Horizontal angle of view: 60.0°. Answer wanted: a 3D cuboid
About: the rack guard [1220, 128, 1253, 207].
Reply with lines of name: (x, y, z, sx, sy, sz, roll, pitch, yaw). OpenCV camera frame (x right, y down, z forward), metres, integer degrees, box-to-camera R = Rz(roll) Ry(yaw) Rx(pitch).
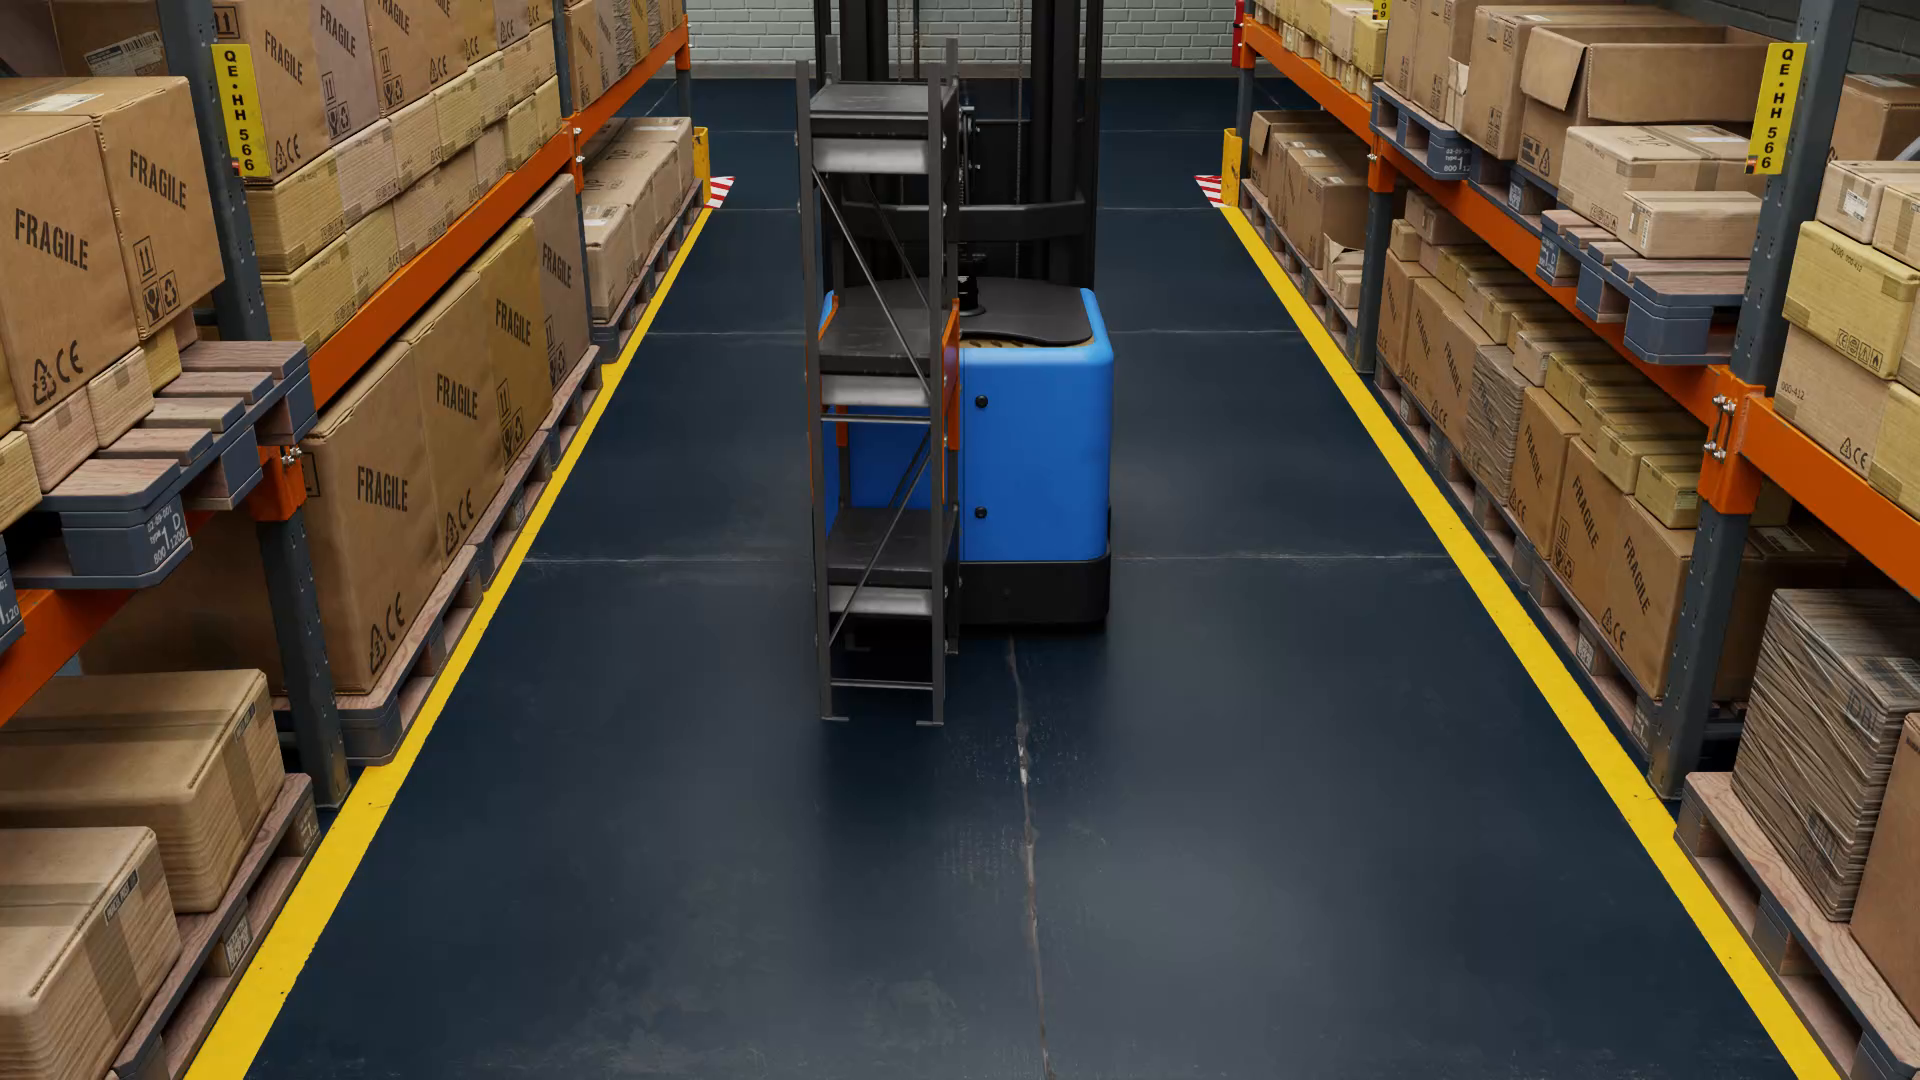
rack guard: (2.523, -2.730, 12.180, 1.175, 0.500, 0.348, 0, 24, -1)

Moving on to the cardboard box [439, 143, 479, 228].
cardboard box: (-2.139, -1.346, 6.268, 0.500, 0.250, 0.500, 0, 24, -1)

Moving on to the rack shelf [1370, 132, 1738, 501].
rack shelf: (2.588, -1.101, 6.416, 1.077, 0.370, 4.000, 0, 24, -1)

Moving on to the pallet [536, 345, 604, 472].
pallet: (-2.313, -0.640, 7.910, 1.003, 0.211, 1.213, 0, 24, -1)

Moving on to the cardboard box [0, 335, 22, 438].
cardboard box: (-2.047, -0.346, 2.883, 0.500, 0.500, 0.500, -2, 24, -4)

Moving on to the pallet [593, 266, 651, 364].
pallet: (-2.327, -1.272, 9.306, 1.003, 0.211, 1.213, 0, 24, -1)

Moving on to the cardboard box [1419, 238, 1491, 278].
cardboard box: (2.384, -1.338, 7.804, 0.380, 0.149, 0.250, -1, 24, -2)

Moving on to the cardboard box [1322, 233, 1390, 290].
cardboard box: (2.262, -1.573, 9.397, 0.396, 0.266, 0.258, 1, 24, 1)

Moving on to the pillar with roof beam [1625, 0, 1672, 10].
pillar with roof beam: (-0.845, -5.257, 7.454, 9.100, 9.000, 0.400, 0, 24, -1)

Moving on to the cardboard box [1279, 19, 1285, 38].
cardboard box: (2.280, -3.332, 10.783, 0.380, 0.149, 0.250, 0, 24, 1)

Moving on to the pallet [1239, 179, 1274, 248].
pallet: (2.533, -2.270, 11.514, 1.003, 0.211, 1.213, 0, 24, -1)

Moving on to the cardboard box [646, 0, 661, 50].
cardboard box: (-2.165, -3.306, 10.298, 0.500, 0.500, 0.500, 0, 24, 1)

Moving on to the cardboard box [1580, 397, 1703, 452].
cardboard box: (2.358, -0.376, 5.677, 0.380, 0.149, 0.250, -1, 24, -2)

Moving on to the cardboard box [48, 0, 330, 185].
cardboard box: (-2.114, -1.286, 4.618, 0.500, 0.500, 0.500, -1, 24, -2)

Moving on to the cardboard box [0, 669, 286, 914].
cardboard box: (-2.357, 0.659, 4.333, 0.950, 0.372, 0.625, -2, 24, -4)

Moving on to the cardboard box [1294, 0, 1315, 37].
cardboard box: (2.299, -3.152, 9.901, 0.500, 0.250, 0.500, -1, 24, -2)

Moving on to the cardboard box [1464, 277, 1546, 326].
cardboard box: (2.381, -1.016, 7.093, 0.380, 0.149, 0.250, 0, 24, -1)

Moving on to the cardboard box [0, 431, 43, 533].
cardboard box: (-1.980, -0.092, 3.109, 0.380, 0.149, 0.250, 0, 24, 0)

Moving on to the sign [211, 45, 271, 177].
sign: (-1.811, -1.078, 4.185, 0.100, 0.325, 0.005, 0, 24, -1)

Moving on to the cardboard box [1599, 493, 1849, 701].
cardboard box: (2.390, 0.170, 5.258, 0.500, 0.500, 0.500, 0, 24, 1)

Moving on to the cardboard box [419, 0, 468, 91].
cardboard box: (-2.122, -1.911, 6.001, 0.500, 0.500, 0.500, 0, 24, 0)

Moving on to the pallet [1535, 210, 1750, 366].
pallet: (2.532, -0.796, 5.102, 1.213, 0.211, 1.003, 0, 24, -1)

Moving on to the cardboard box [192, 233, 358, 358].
cardboard box: (-2.107, -0.715, 4.872, 0.500, 0.250, 0.500, -1, 24, -1)

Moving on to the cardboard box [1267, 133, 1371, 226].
cardboard box: (2.405, -2.348, 10.826, 0.700, 0.500, 0.500, 1, 24, 2)

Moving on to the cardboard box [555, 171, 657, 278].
cardboard box: (-2.307, -1.881, 9.868, 0.875, 0.438, 0.875, -1, 24, -2)

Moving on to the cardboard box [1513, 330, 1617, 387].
cardboard box: (2.365, -0.701, 6.397, 0.380, 0.149, 0.250, -1, 24, -3)

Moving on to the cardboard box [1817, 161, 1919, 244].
cardboard box: (2.319, -0.813, 3.998, 0.380, 0.149, 0.250, 0, 24, 1)

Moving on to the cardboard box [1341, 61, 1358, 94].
cardboard box: (2.259, -2.482, 8.904, 0.380, 0.149, 0.250, 0, 24, 1)

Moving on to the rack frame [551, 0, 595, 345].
rack frame: (-2.397, -2.229, 8.037, 1.000, 3.000, 0.127, 0, 24, -1)

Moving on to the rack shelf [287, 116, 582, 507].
rack shelf: (-2.375, -1.077, 6.364, 1.077, 0.370, 4.000, 0, 24, -1)

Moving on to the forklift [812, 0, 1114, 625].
forklift: (-0.010, -1.595, 6.720, 1.130, 2.935, 3.031, 0, 24, -1)

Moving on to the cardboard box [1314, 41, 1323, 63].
cardboard box: (2.311, -2.904, 9.836, 0.380, 0.149, 0.250, 0, 24, -1)

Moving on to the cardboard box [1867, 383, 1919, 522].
cardboard box: (2.371, -0.145, 3.612, 0.500, 0.250, 0.500, -1, 24, -2)

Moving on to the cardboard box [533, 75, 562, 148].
cardboard box: (-2.140, -1.977, 7.662, 0.500, 0.250, 0.500, -1, 24, -2)

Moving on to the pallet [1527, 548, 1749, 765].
pallet: (2.639, 0.359, 5.701, 1.003, 0.211, 1.213, 0, 24, -1)

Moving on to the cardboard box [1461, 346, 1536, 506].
cardboard box: (2.363, -0.466, 6.663, 0.500, 0.500, 0.500, -1, 24, -2)

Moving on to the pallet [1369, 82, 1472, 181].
pallet: (2.466, -1.835, 7.401, 1.003, 0.211, 1.213, 0, 24, -1)

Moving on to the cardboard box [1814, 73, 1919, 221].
cardboard box: (2.760, -1.054, 4.809, 0.500, 0.500, 0.500, 1, 24, 2)

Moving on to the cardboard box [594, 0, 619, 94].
cardboard box: (-2.142, -2.676, 8.906, 0.500, 0.500, 0.500, 0, 24, 0)

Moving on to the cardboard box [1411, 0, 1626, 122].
cardboard box: (2.353, -2.076, 7.068, 0.700, 0.500, 0.500, 0, 24, 0)

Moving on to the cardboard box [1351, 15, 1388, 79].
cardboard box: (2.317, -2.528, 8.521, 0.500, 0.250, 0.500, 0, 24, 1)

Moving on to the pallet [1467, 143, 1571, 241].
pallet: (2.584, -1.318, 6.257, 1.003, 0.211, 1.213, 0, 24, -1)

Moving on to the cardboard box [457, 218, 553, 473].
cardboard box: (-2.293, -0.825, 7.002, 0.875, 0.875, 0.875, 0, 24, 1)

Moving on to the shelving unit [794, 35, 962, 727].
shelving unit: (-0.230, -0.459, 5.216, 0.431, 2.100, 0.503, 2, 24, 5)

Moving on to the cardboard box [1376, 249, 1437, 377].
cardboard box: (2.346, -1.104, 8.076, 0.500, 0.500, 0.500, 1, 24, 2)

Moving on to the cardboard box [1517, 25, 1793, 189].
cardboard box: (2.407, -1.514, 5.823, 0.797, 0.503, 0.637, -1, 24, -2)

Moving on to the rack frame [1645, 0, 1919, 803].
rack frame: (2.610, -0.604, 4.446, 1.000, 3.000, 0.127, 0, 24, -1)

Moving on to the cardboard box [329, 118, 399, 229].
cardboard box: (-2.117, -1.163, 5.256, 0.500, 0.250, 0.500, 0, 24, 1)

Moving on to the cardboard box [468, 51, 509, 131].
cardboard box: (-2.125, -1.788, 6.639, 0.500, 0.250, 0.500, 0, 24, 1)

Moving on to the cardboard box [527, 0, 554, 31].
cardboard box: (-2.141, -2.547, 7.406, 0.500, 0.500, 0.500, 1, 24, 1)

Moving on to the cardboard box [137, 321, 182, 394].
cardboard box: (-2.039, -0.413, 3.818, 0.380, 0.149, 0.250, 0, 24, 0)

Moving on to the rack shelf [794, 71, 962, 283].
rack shelf: (-0.230, -1.084, 4.934, 0.431, 0.518, 0.480, 2, 24, 5)

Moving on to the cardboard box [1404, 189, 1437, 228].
cardboard box: (2.365, -1.587, 7.995, 0.380, 0.149, 0.250, -1, 24, -1)

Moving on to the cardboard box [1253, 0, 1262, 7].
cardboard box: (2.258, -3.780, 11.288, 0.500, 0.250, 0.500, 0, 24, 0)
